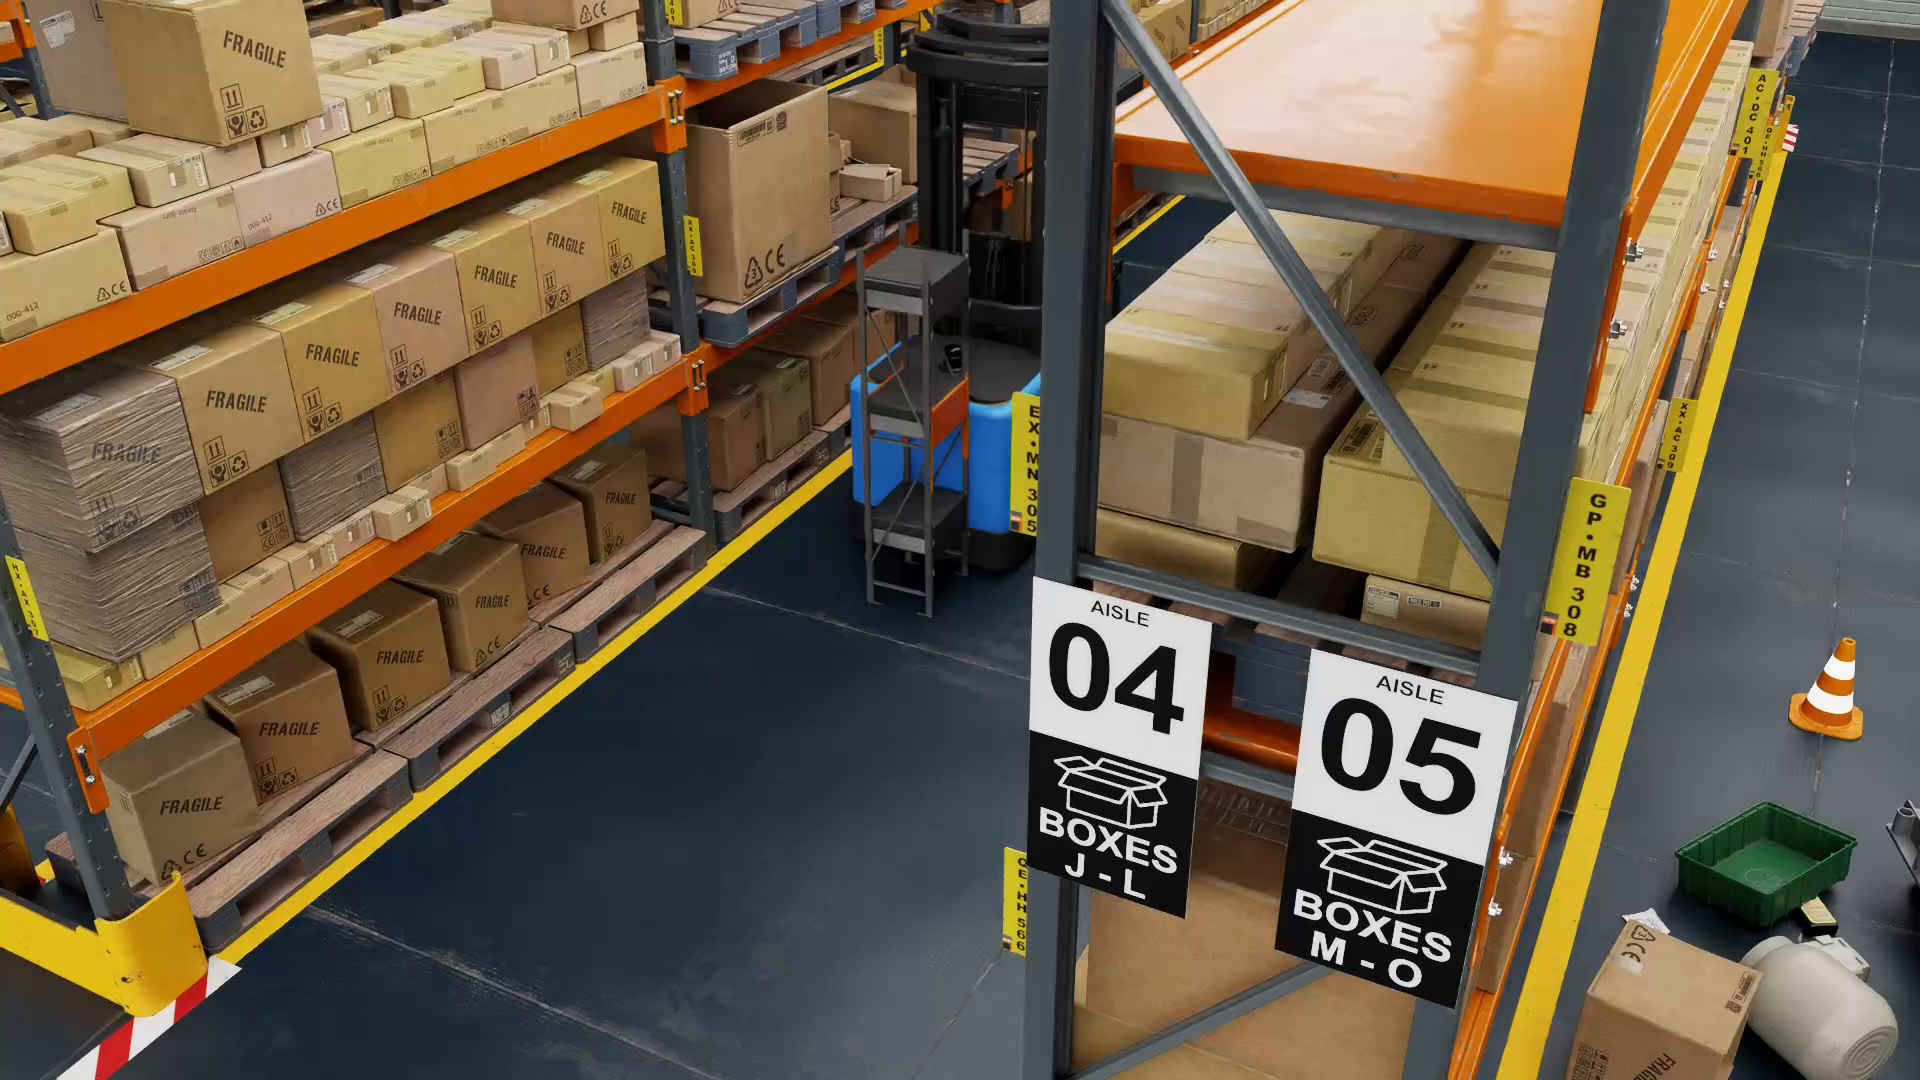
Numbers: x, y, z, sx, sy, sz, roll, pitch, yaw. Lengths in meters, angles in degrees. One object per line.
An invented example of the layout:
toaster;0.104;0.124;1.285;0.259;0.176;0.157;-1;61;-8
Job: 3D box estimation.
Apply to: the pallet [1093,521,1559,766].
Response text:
pallet;0.958;0.034;4.046;1.003;0.211;1.213;14;33;23

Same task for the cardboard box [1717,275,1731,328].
cardboard box;5.512;-1.951;12.515;0.500;0.500;0.500;14;33;22

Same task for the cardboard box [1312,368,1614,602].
cardboard box;1.078;-0.118;3.552;0.500;0.250;0.500;14;33;23

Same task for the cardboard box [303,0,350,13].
cardboard box;-7.527;-6.059;19.647;0.500;0.500;0.500;13;32;21

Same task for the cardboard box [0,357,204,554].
cardboard box;-3.247;-0.330;6.201;0.500;0.500;0.500;14;33;23

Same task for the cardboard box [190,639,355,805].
cardboard box;-3.199;0.814;7.700;0.500;0.500;0.500;24;38;36

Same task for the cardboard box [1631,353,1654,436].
cardboard box;1.646;-0.428;4.492;0.380;0.149;0.250;14;33;23

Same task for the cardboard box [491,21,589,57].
cardboard box;-2.011;-2.417;7.975;0.380;0.149;0.250;15;33;24

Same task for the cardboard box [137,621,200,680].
cardboard box;-3.267;0.388;6.605;0.380;0.149;0.250;14;33;23

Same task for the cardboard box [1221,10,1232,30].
cardboard box;2.397;-5.042;16.061;0.380;0.149;0.250;15;33;25

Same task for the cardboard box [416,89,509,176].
cardboard box;-2.367;-1.834;7.360;0.500;0.250;0.500;14;33;23

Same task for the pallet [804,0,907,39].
pallet;-1.072;-3.245;9.856;1.213;0.211;1.003;14;33;23

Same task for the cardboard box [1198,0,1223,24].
cardboard box;2.174;-5.075;15.718;0.500;0.250;0.500;14;33;22

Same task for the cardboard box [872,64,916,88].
cardboard box;-0.306;-3.066;11.845;0.500;0.500;0.500;10;31;17

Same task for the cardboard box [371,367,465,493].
cardboard box;-2.839;-0.632;7.730;0.875;0.500;0.500;14;33;23

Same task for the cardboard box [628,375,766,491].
cardboard box;-1.619;-0.690;10.298;0.700;0.500;0.500;12;32;20

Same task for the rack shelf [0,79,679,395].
rack shelf;-2.829;-1.418;7.208;1.077;0.370;4.000;14;33;23

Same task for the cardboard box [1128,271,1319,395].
cardboard box;0.596;-0.472;3.768;0.380;0.149;0.250;14;33;24

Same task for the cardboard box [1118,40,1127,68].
cardboard box;1.061;-3.964;13.831;0.500;0.500;0.500;14;33;23

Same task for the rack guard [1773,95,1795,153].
rack guard;7.884;-4.348;17.110;1.175;0.500;0.348;14;33;23

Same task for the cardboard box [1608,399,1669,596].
cardboard box;2.106;-0.253;6.234;0.875;0.550;0.550;14;33;23

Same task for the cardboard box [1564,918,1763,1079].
cardboard box;2.658;1.858;6.300;0.500;0.500;0.500;21;36;32

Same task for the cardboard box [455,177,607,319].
cardboard box;-2.104;-1.438;8.129;0.500;0.500;0.500;14;33;23

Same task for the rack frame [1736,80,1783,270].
rack frame;6.096;-3.692;13.458;1.000;3.000;0.127;14;33;23

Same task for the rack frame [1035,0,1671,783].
rack frame;0.630;-0.974;2.700;1.000;3.000;0.127;14;33;23

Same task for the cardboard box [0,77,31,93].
cardboard box;-9.412;-4.405;16.476;0.500;0.311;0.500;15;33;25

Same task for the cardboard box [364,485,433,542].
cardboard box;-2.628;-0.149;7.540;0.380;0.149;0.250;14;33;23

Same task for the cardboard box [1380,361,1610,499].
cardboard box;1.065;-0.211;3.314;0.380;0.149;0.250;15;33;24

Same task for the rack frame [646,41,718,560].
rack frame;-1.918;-1.316;9.319;1.000;3.000;0.127;14;33;23

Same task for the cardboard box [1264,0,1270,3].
cardboard box;2.983;-5.616;17.061;0.380;0.149;0.250;15;33;24

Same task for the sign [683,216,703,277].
sign;-1.431;-1.571;8.895;0.100;0.325;0.005;14;33;23

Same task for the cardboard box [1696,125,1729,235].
cardboard box;2.226;-1.235;5.497;0.500;0.250;0.500;14;33;23

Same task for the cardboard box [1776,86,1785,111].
cardboard box;6.517;-3.635;13.610;0.380;0.149;0.250;16;33;25

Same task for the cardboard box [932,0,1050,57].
cardboard box;0.252;-3.888;12.691;0.797;0.503;0.637;15;33;25

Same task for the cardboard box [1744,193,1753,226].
cardboard box;5.736;-2.503;12.723;0.500;0.250;0.500;16;34;26

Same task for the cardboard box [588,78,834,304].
cardboard box;-1.431;-2.078;9.624;1.000;1.000;1.000;15;33;24

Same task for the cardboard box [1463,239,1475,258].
cardboard box;1.292;-0.910;4.931;0.500;0.250;0.500;15;33;24

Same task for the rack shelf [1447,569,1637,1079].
rack shelf;1.541;1.053;5.917;1.077;0.370;4.000;14;33;23

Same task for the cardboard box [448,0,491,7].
cardboard box;-2.340;-2.650;8.381;0.380;0.149;0.250;13;32;22

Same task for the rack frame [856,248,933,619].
rack frame;-0.338;-0.516;8.831;0.400;2.100;0.015;13;32;21

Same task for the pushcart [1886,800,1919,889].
pushcart;4.852;1.575;6.920;1.648;0.377;0.936;4;30;6

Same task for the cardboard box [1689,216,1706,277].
cardboard box;2.223;-0.989;5.469;0.380;0.149;0.250;14;33;23

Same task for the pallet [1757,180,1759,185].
pallet;7.482;-3.870;16.568;1.003;0.211;1.213;14;33;23

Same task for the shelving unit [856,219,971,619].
shelving unit;-0.237;-0.627;9.023;0.431;2.100;0.503;13;32;21

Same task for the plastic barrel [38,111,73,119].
plastic barrel;-5.881;-2.759;11.330;0.600;0.901;0.708;14;33;23

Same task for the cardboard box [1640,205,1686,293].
cardboard box;1.645;-0.775;4.294;0.380;0.149;0.250;14;33;23

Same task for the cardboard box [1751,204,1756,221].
cardboard box;6.669;-2.845;14.423;0.380;0.149;0.250;15;33;25

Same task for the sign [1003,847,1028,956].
sign;0.153;0.893;4.072;0.100;0.325;0.005;14;33;23

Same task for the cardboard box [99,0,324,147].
cardboard box;-2.823;-1.829;6.300;0.500;0.500;0.500;14;33;23

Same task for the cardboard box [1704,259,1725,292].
cardboard box;3.852;-1.259;9.121;0.500;0.500;0.500;14;33;22

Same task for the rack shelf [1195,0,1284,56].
rack shelf;2.638;-5.437;17.218;1.077;0.370;4.000;14;33;23

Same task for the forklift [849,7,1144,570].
forklift;0.423;-1.812;10.252;1.130;2.935;3.031;13;32;21

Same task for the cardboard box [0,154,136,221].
cardboard box;-3.199;-1.254;5.949;0.380;0.149;0.250;14;33;22

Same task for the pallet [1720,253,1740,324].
pallet;5.743;-2.137;13.551;1.003;0.211;1.213;14;33;23

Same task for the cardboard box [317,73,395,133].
cardboard box;-2.605;-1.830;6.953;0.380;0.149;0.250;13;32;21

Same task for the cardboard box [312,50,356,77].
cardboard box;-2.901;-2.064;7.360;0.380;0.149;0.250;14;33;22

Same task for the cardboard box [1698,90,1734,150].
cardboard box;2.225;-1.340;5.280;0.380;0.149;0.250;15;33;24

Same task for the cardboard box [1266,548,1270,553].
cardboard box;0.595;-0.126;3.965;0.380;0.149;0.250;15;33;24

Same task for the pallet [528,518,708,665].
pallet;-2.192;0.199;9.481;1.003;0.211;1.213;14;33;23

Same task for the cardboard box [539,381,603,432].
cardboard box;-2.058;-0.703;8.504;0.380;0.149;0.250;14;33;23
